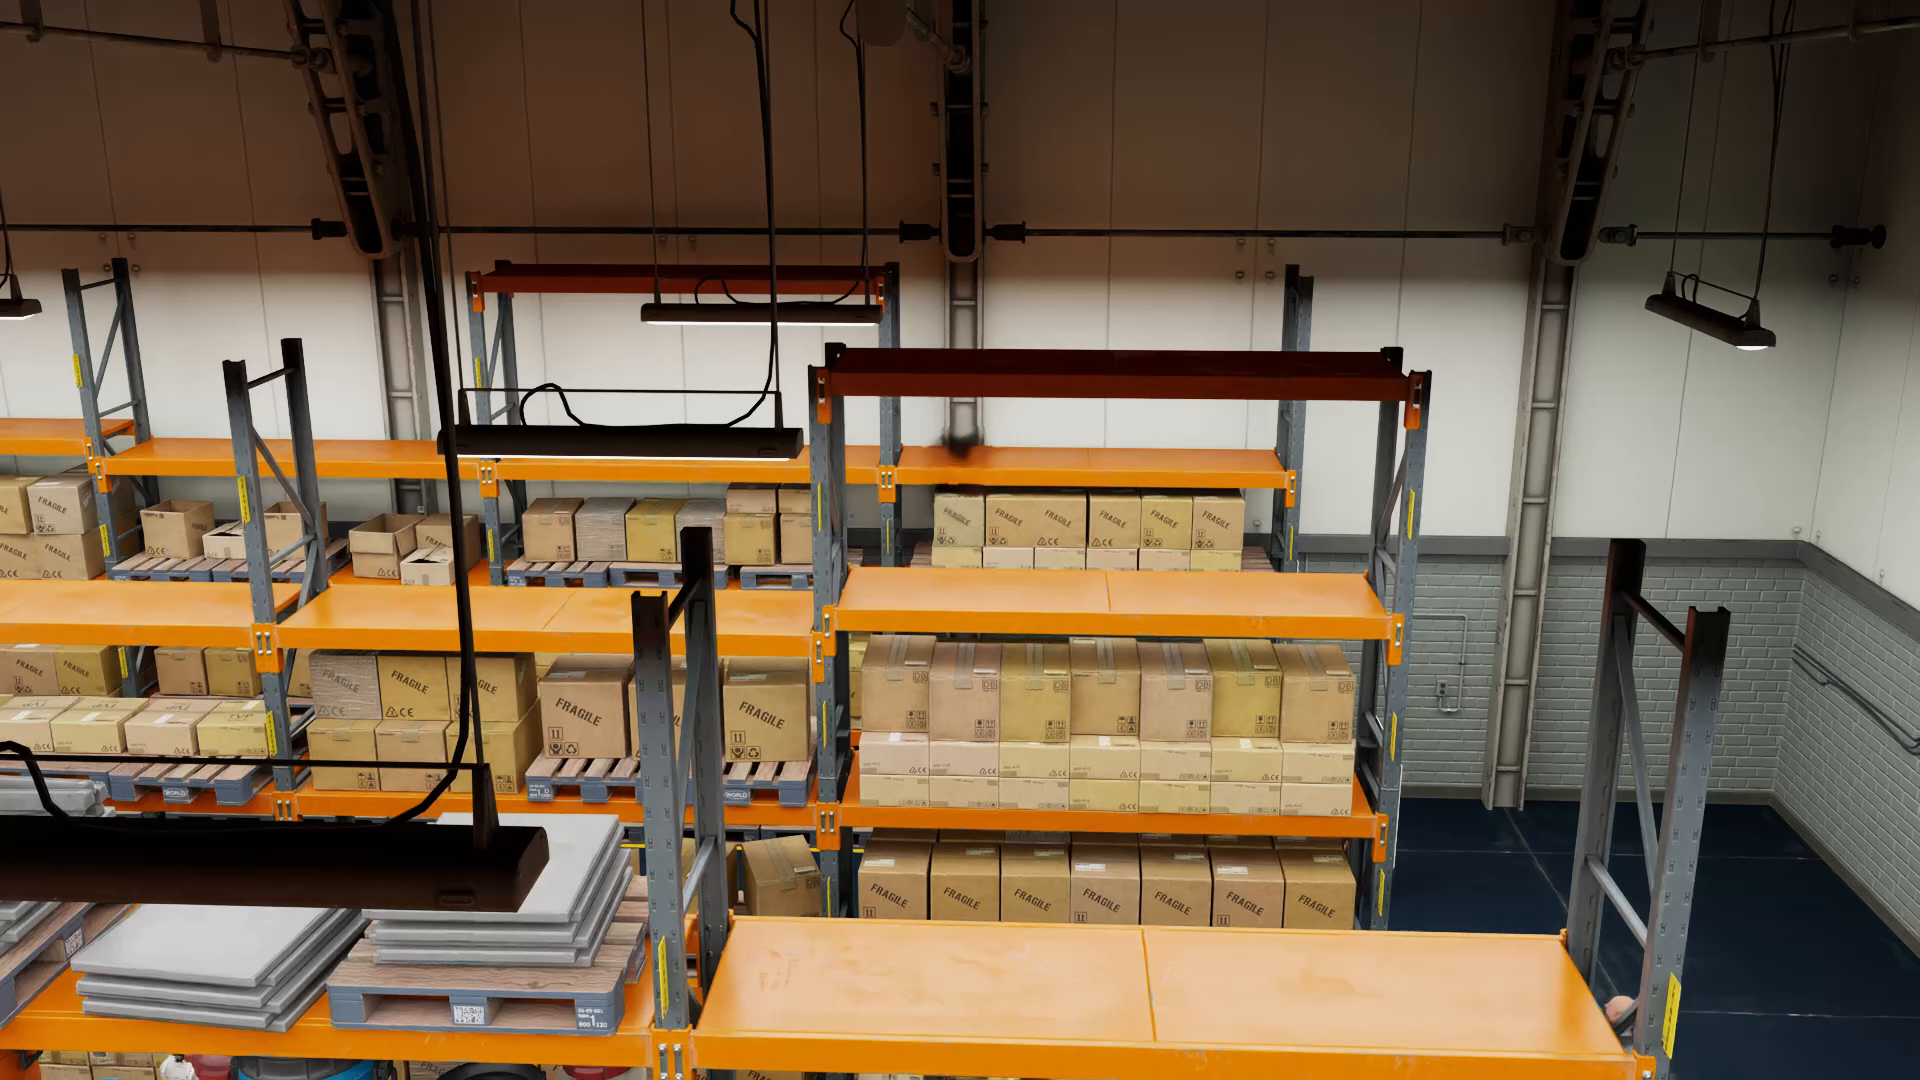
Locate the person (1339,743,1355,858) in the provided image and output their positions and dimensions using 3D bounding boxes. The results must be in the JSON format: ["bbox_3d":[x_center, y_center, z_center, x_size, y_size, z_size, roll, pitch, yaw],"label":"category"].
[{"bbox_3d":[3.558,2.734,16.056,1.152,1.697,0.701,-8,18,-26],"label":"person"}]

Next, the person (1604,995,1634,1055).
[{"bbox_3d":[4.562,3.995,11.857,0.983,1.679,0.643,-6,17,-21],"label":"person"}]

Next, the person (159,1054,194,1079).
[{"bbox_3d":[-5.201,4.073,11.655,0.507,1.662,0.584,14,21,39],"label":"person"}]
